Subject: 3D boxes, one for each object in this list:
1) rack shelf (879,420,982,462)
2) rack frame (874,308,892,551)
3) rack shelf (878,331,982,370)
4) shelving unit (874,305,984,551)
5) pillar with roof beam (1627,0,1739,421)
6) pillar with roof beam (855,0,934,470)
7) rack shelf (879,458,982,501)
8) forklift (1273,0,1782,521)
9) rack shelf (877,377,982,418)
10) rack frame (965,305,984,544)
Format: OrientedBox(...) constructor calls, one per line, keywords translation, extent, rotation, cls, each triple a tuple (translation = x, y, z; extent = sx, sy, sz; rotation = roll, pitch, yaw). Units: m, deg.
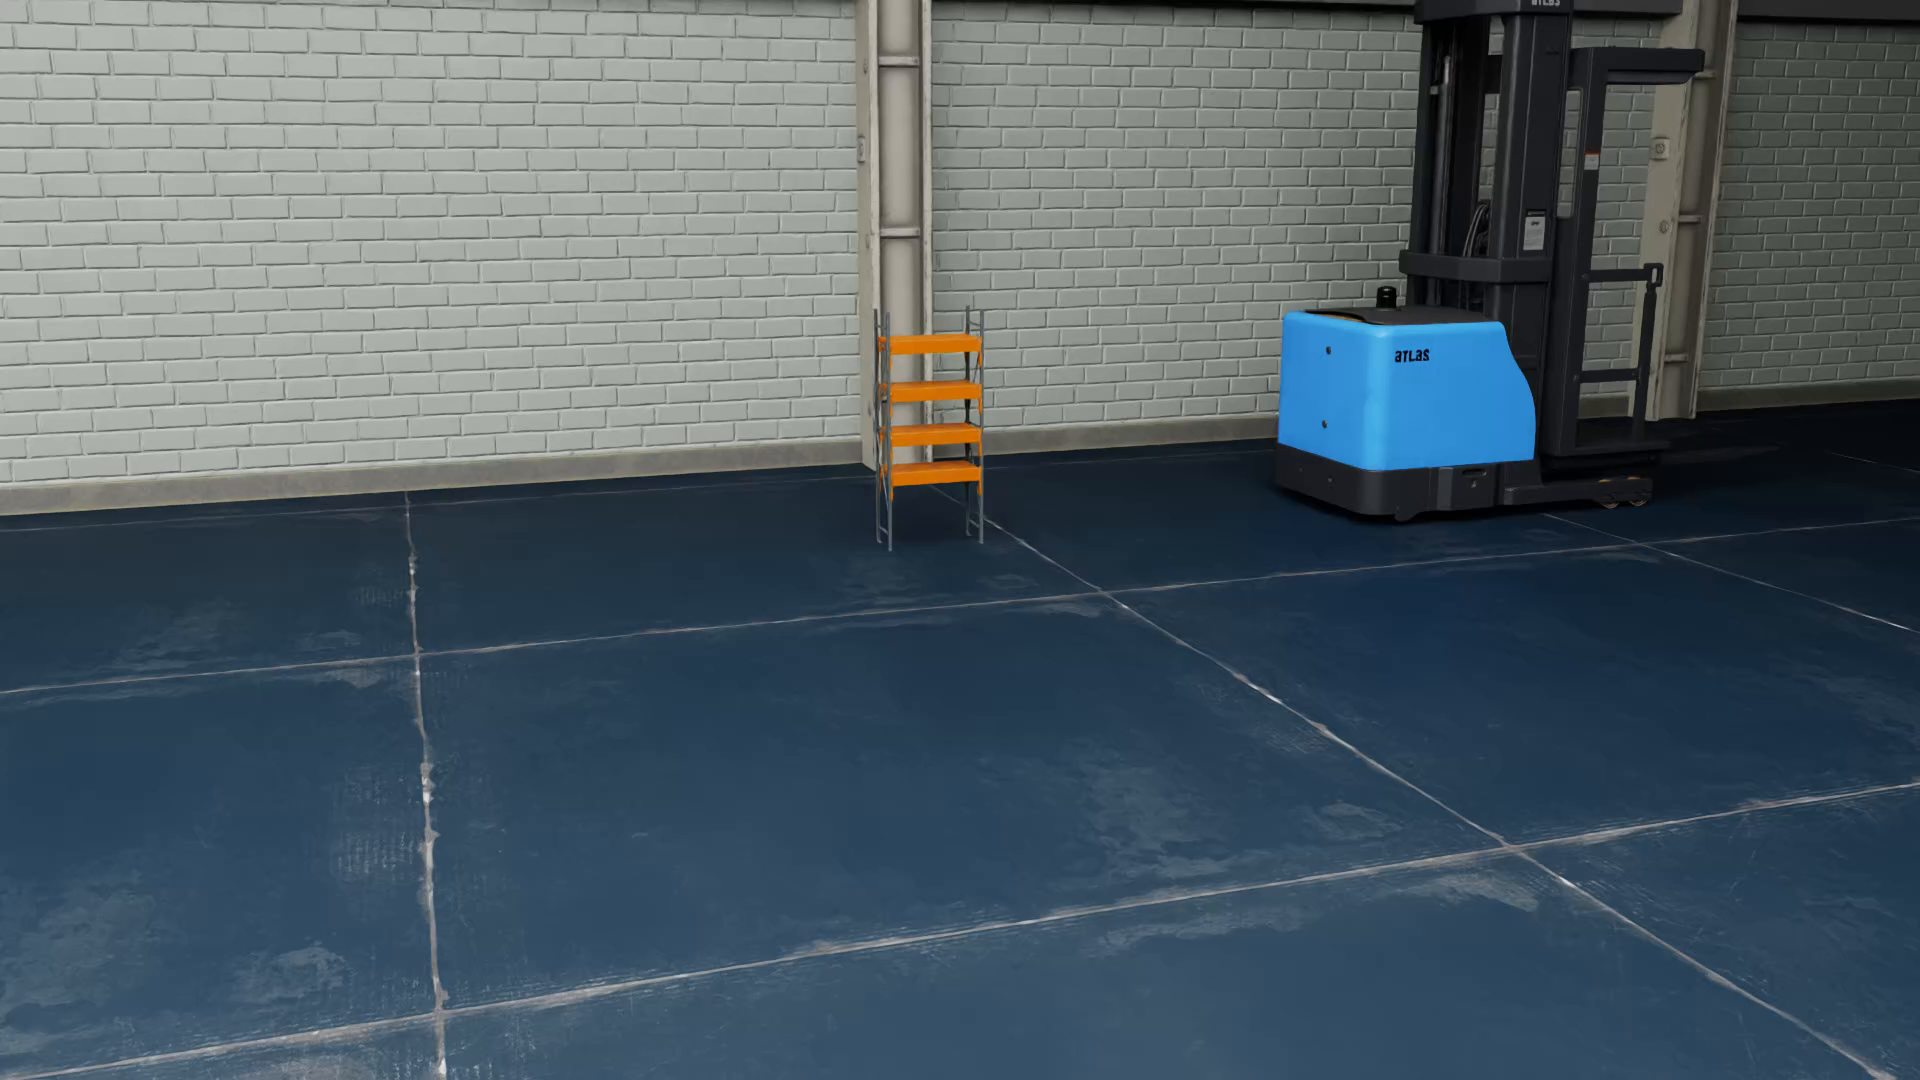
OrientedBox(translation=(-0.157, -0.506, 8.468), extent=(0.480, 0.148, 0.258), rotation=(-4, 14, -18), cls="rack shelf")
OrientedBox(translation=(-0.388, -0.553, 8.377), extent=(0.015, 1.200, 0.240), rotation=(-4, 14, -18), cls="rack frame")
OrientedBox(translation=(-0.157, -0.954, 8.362), extent=(0.480, 0.148, 0.258), rotation=(-4, 14, -18), cls="rack shelf")
OrientedBox(translation=(-0.157, -0.571, 8.453), extent=(0.503, 1.200, 0.258), rotation=(-4, 14, -18), cls="shelving unit")
OrientedBox(translation=(6.656, -4.363, 7.539), extent=(0.400, 9.000, 9.100), rotation=(-4, 14, -18), cls="pillar with roof beam")
OrientedBox(translation=(0.970, -3.920, 5.677), extent=(0.400, 9.000, 9.100), rotation=(-4, 14, -18), cls="pillar with roof beam")
OrientedBox(translation=(-0.157, -0.313, 8.514), extent=(0.480, 0.148, 0.258), rotation=(-4, 14, -18), cls="rack shelf")
OrientedBox(translation=(3.410, -1.714, 9.515), extent=(3.031, 2.935, 1.130), rotation=(-5, 14, -19), cls="forklift")
OrientedBox(translation=(-0.157, -0.724, 8.416), extent=(0.480, 0.148, 0.258), rotation=(-4, 14, -18), cls="rack shelf")
OrientedBox(translation=(0.074, -0.590, 8.528), extent=(0.015, 1.200, 0.240), rotation=(-4, 14, -18), cls="rack frame")
